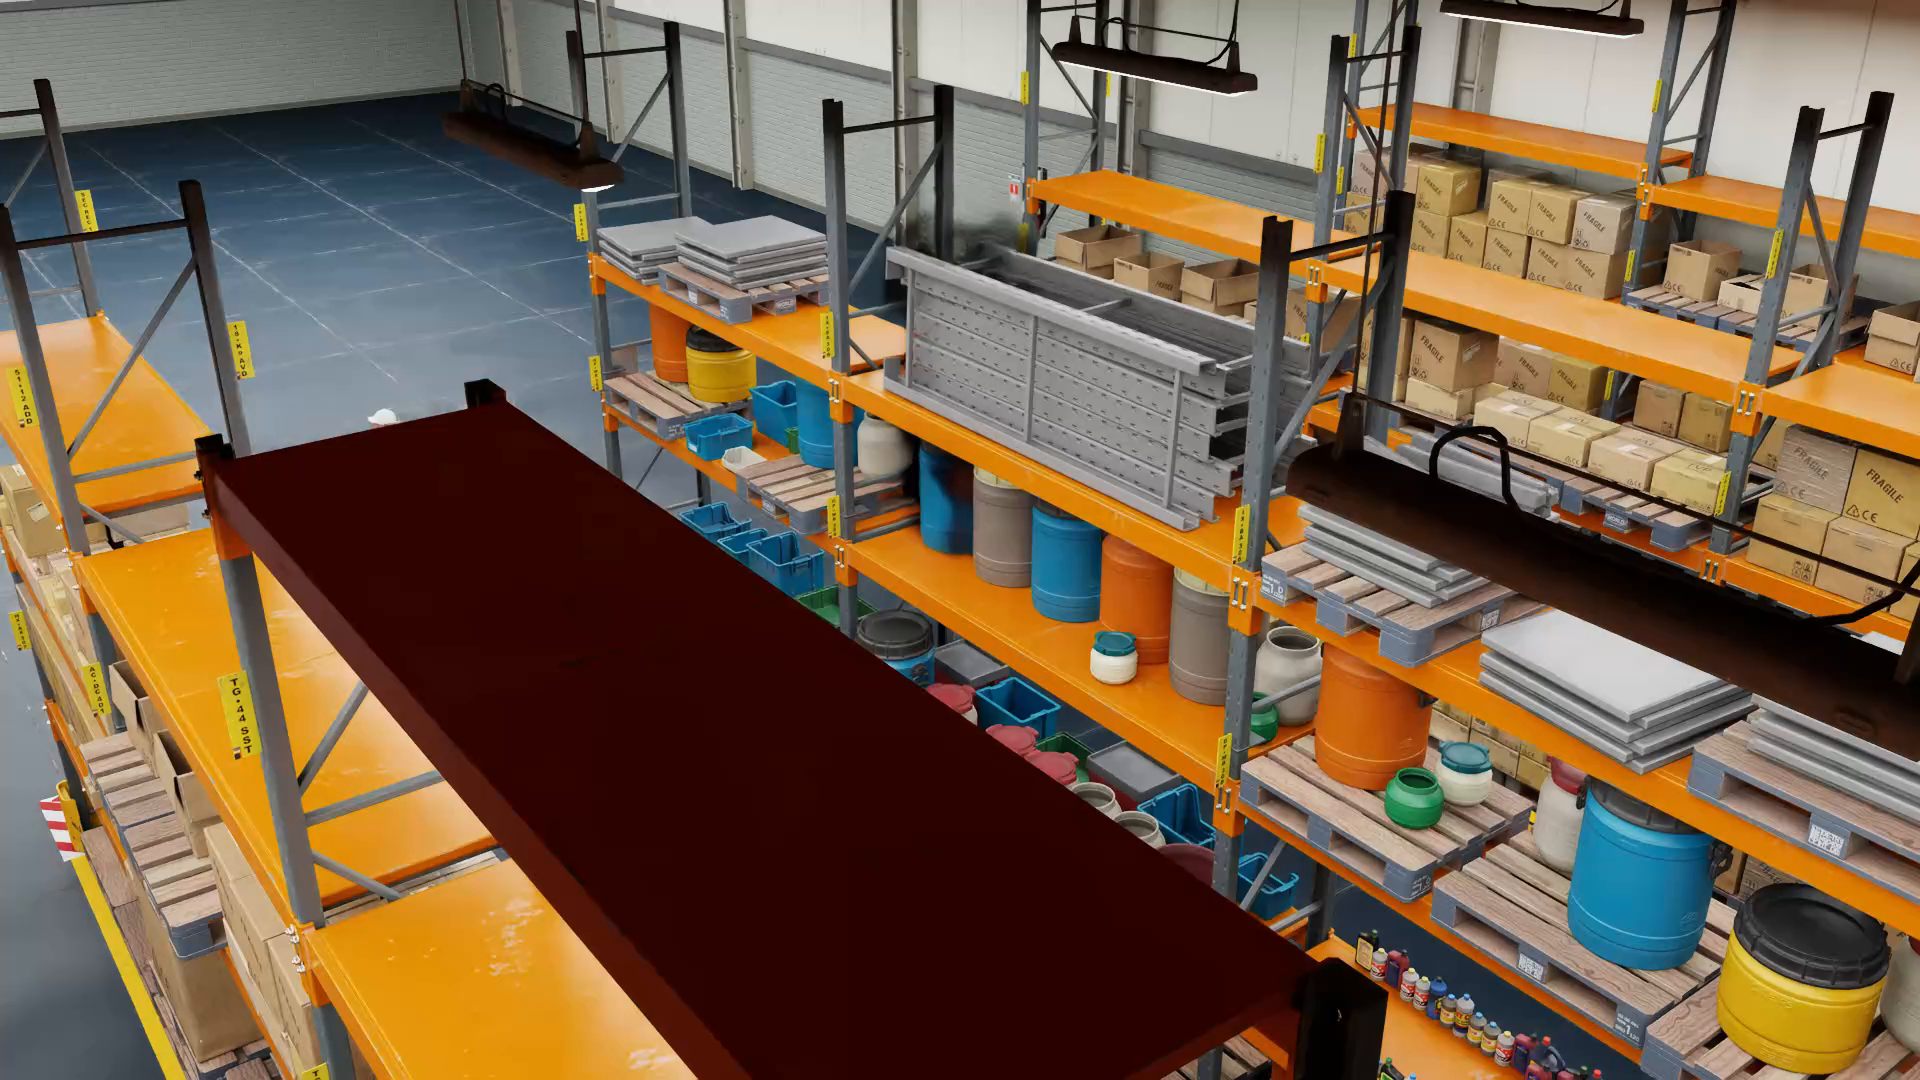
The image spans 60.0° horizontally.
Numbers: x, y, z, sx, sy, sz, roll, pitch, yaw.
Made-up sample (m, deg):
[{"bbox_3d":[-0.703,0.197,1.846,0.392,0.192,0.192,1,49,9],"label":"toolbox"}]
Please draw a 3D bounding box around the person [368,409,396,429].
[{"bbox_3d":[-6.186,-0.614,18.282,0.674,1.741,0.647,-8,26,-17],"label":"person"}]
